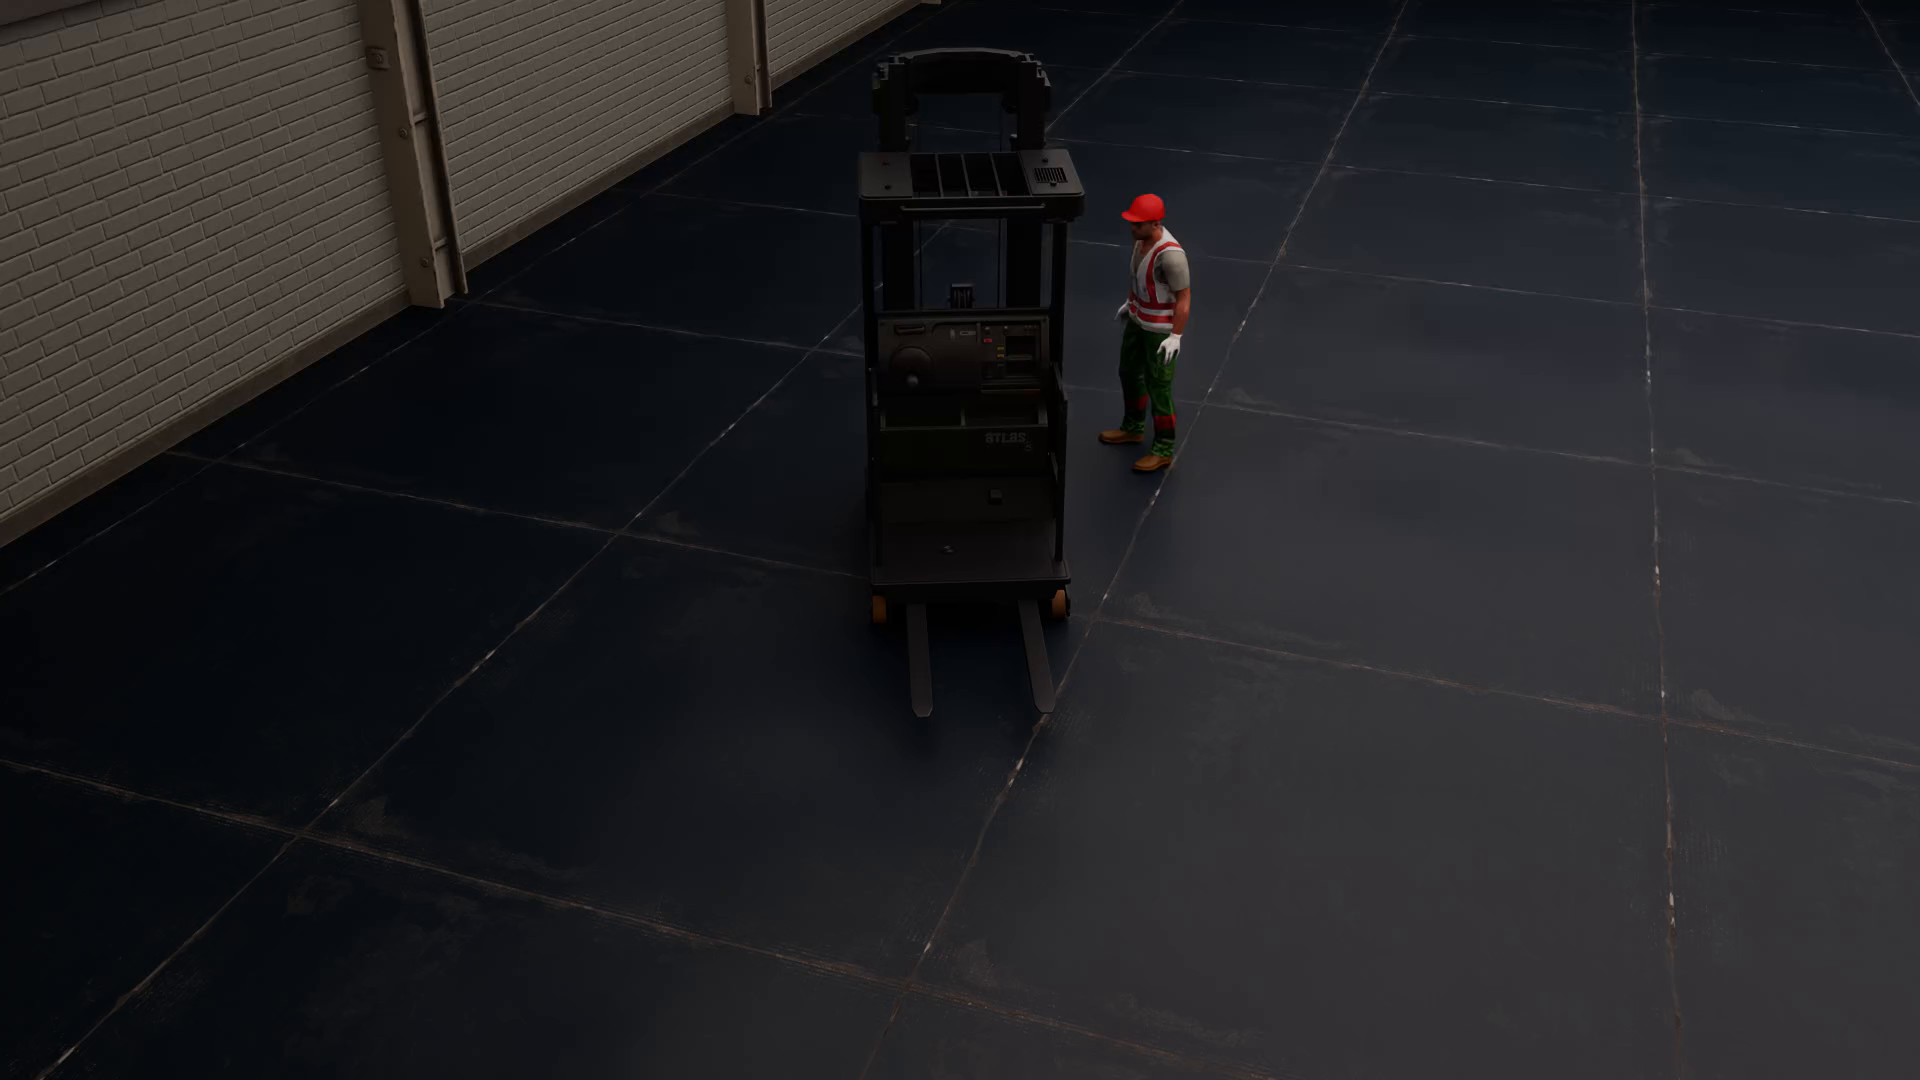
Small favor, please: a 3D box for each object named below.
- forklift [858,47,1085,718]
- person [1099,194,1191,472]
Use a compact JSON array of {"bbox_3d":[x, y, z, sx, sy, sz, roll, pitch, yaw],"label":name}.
[{"bbox_3d":[0.035,-0.972,8.842,1.130,2.935,3.031,-2,30,-3],"label":"forklift"},{"bbox_3d":[1.206,-1.377,10.720,0.449,1.778,0.678,-11,32,-19],"label":"person"}]
